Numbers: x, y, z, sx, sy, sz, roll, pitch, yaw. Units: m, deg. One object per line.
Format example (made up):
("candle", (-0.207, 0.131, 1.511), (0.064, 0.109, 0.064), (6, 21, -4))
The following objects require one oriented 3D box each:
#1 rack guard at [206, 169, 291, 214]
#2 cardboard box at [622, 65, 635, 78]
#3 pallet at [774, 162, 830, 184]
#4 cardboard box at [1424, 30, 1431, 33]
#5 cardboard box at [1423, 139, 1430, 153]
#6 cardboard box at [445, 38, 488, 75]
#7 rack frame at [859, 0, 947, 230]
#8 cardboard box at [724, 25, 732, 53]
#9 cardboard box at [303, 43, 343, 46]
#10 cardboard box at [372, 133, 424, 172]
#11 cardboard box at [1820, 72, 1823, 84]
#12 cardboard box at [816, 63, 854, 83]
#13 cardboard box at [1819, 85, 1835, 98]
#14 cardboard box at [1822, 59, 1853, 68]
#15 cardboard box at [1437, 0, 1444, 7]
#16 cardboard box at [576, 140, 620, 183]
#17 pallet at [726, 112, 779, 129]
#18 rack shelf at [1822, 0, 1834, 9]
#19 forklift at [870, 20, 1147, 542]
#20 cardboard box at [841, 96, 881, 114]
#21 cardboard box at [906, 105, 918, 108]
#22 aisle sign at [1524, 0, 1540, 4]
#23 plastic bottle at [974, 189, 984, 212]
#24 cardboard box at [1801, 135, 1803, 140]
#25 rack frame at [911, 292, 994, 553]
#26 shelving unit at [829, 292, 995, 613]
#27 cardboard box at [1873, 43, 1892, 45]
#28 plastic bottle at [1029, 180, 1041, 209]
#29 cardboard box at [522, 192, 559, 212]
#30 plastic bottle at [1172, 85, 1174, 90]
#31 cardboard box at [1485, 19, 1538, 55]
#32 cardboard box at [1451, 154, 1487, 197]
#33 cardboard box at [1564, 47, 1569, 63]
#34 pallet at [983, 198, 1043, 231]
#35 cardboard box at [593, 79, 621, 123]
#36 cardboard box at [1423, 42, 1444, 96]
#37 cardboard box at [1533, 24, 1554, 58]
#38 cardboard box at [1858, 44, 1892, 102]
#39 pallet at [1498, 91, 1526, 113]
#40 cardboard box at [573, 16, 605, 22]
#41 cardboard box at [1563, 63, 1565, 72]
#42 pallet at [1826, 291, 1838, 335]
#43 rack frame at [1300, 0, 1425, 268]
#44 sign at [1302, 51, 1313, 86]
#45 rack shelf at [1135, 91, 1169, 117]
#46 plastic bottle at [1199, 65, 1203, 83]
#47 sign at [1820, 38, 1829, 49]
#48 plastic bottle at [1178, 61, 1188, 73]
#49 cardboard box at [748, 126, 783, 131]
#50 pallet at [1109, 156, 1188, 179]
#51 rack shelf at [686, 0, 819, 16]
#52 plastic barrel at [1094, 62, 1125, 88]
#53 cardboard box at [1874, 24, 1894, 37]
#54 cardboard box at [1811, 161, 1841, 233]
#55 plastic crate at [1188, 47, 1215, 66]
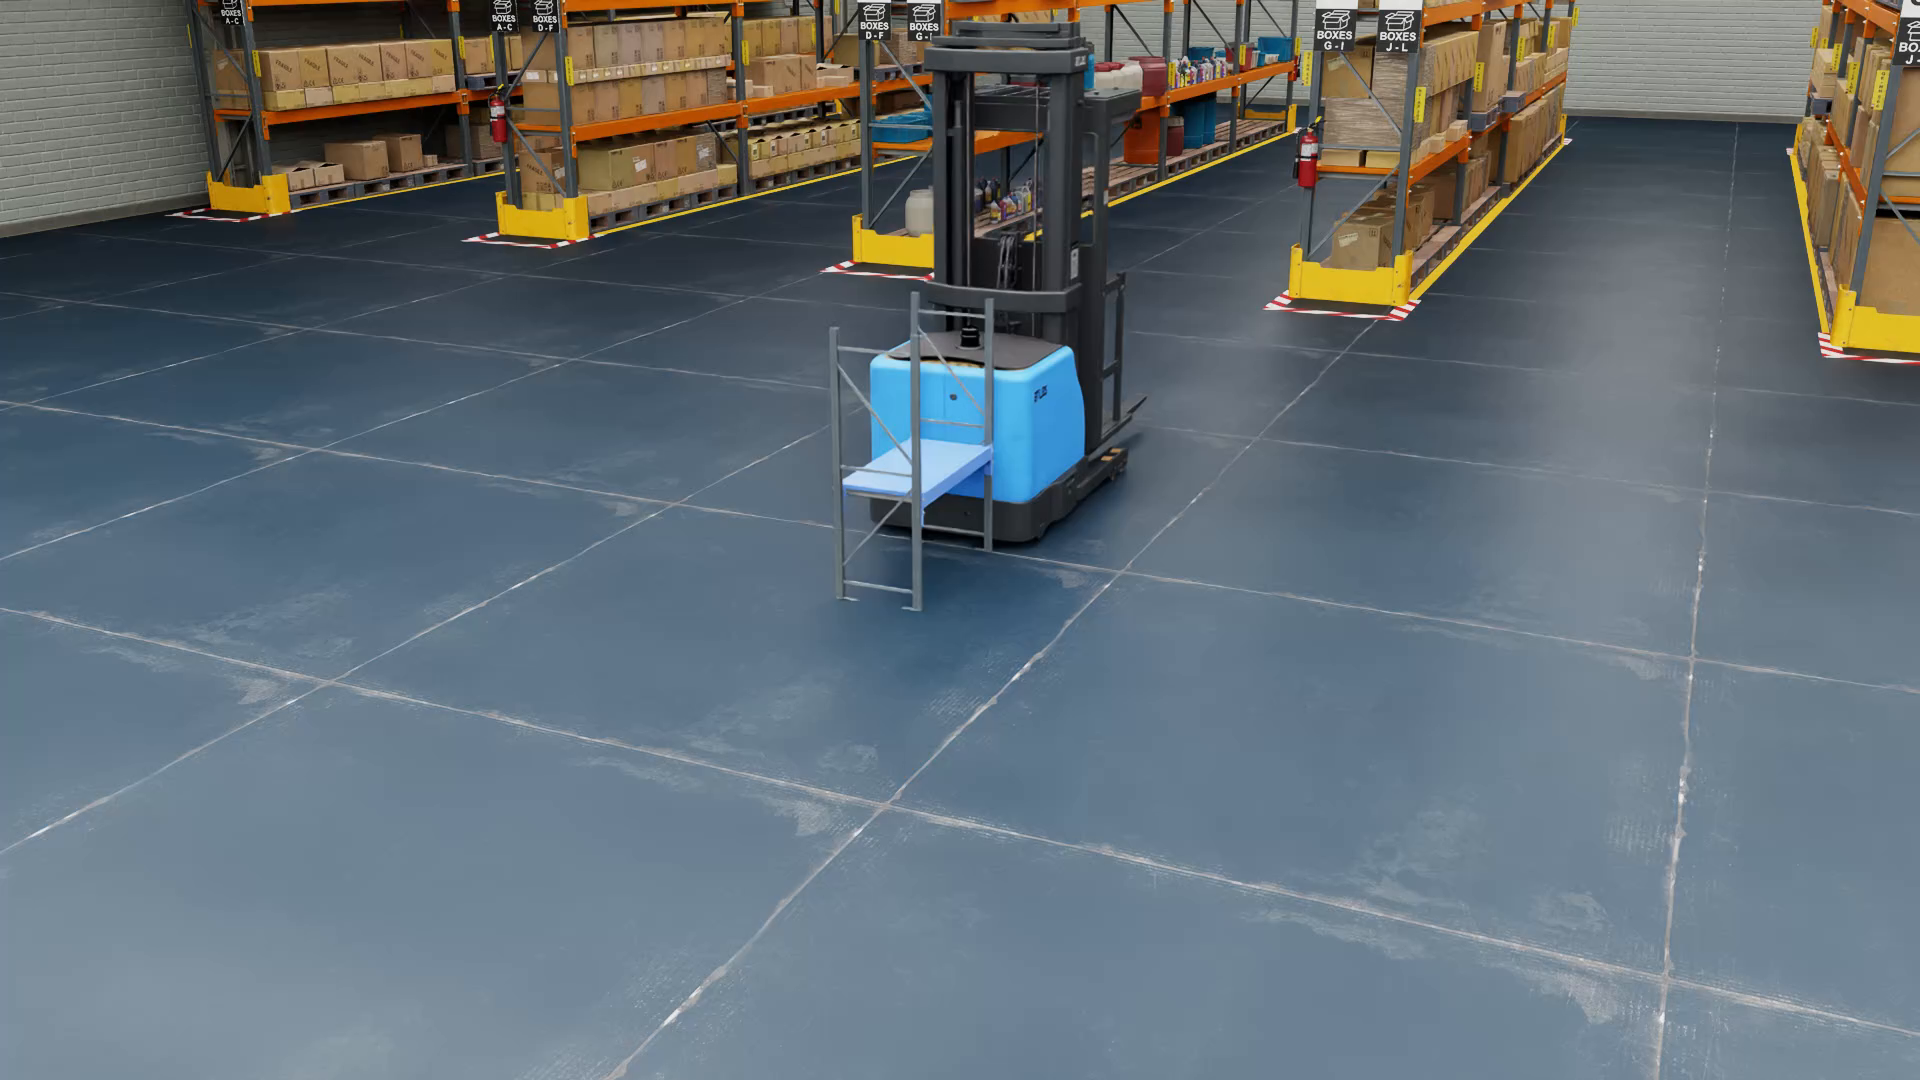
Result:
("rack guard", (-9.626, -4.719, 22.491), (1.175, 0.500, 0.348), (9, 21, 23))
("cardboard box", (-4.357, -5.953, 21.115), (0.380, 0.149, 0.250), (8, 21, 21))
("pallet", (-2.733, -5.708, 25.705), (1.003, 0.211, 1.213), (9, 21, 23))
("cardboard box", (5.122, -5.612, 19.188), (0.500, 0.500, 0.500), (9, 21, 23))
("cardboard box", (4.740, -4.153, 17.545), (0.380, 0.149, 0.250), (9, 21, 23))
("cardboard box", (-7.779, -7.501, 25.779), (0.700, 0.500, 0.500), (9, 21, 23))
("rack frame", (-0.618, -4.514, 18.184), (1.000, 3.000, 0.127), (9, 21, 23))
("cardboard box", (-4.702, -9.562, 31.757), (0.500, 0.500, 0.500), (8, 21, 22))
("cardboard box", (-9.028, -6.803, 23.697), (0.500, 0.500, 0.500), (9, 21, 23))
("cardboard box", (-8.407, -5.803, 24.882), (0.500, 0.500, 0.500), (7, 21, 19))
("cardboard box", (11.555, -6.083, 21.901), (0.380, 0.149, 0.250), (9, 22, 25))
("cardboard box", (-2.049, -7.493, 26.694), (0.500, 0.311, 0.500), (10, 22, 26))
("cardboard box", (11.443, -5.861, 21.722), (0.380, 0.149, 0.250), (9, 21, 24))
("cardboard box", (11.654, -6.297, 22.059), (0.380, 0.149, 0.250), (9, 22, 24))
("cardboard box", (4.539, -5.447, 16.556), (0.500, 0.250, 0.500), (8, 21, 21))
("cardboard box", (-4.792, -4.963, 21.804), (0.500, 0.500, 0.500), (9, 21, 23))
("pallet", (-4.360, -8.449, 33.412), (1.003, 0.211, 1.213), (9, 21, 23))
("rack shelf", (14.117, -8.477, 25.924), (1.077, 0.370, 4.000), (9, 21, 23))
("forklift", (0.491, -1.825, 10.727), (1.130, 2.935, 3.031), (8, 21, 21))
("cardboard box", (-1.672, -7.359, 28.139), (0.500, 0.250, 0.500), (9, 22, 25))
("cardboard box", (-1.062, -7.462, 29.547), (0.500, 0.500, 0.500), (9, 21, 23))
("aisle sign", (10.208, -10.013, 29.768), (0.394, 0.787, 0.004), (9, 21, 23))
("plastic bottle", (0.205, -4.270, 20.908), (0.152, 0.276, 0.135), (9, 21, 23))
("cardboard box", (14.429, -6.752, 28.106), (0.380, 0.149, 0.250), (9, 21, 24))
("rack frame", (-0.044, -0.670, 9.614), (0.500, 1.500, 0.032), (8, 21, 21))
("shelving unit", (-0.241, -0.513, 9.172), (0.538, 1.500, 1.048), (8, 21, 21))
("cardboard box", (10.844, -5.482, 19.266), (0.700, 0.500, 0.500), (8, 21, 22))
("plastic bottle", (0.940, -4.401, 21.163), (0.144, 0.351, 0.185), (7, 21, 20))
("cardboard box", (-5.186, -4.301, 21.064), (0.500, 0.250, 0.500), (9, 21, 23))
("plastic bottle", (3.242, -7.015, 25.514), (0.097, 0.201, 0.097), (0, 20, 0))
("cardboard box", (8.560, -7.826, 25.851), (0.797, 0.503, 0.637), (8, 21, 21))
("cardboard box", (6.705, -4.930, 22.429), (0.700, 0.500, 0.500), (7, 21, 18))
("cardboard box", (10.496, -8.610, 29.483), (0.500, 0.250, 0.500), (8, 21, 22))
("pallet", (0.707, -4.223, 21.528), (1.003, 0.211, 1.213), (9, 21, 23))
("cardboard box", (-4.722, -5.544, 20.931), (0.700, 0.500, 0.500), (9, 22, 24))
("cardboard box", (4.585, -4.775, 16.834), (0.500, 0.500, 0.500), (9, 21, 23))
("cardboard box", (9.244, -8.037, 26.751), (0.500, 0.500, 0.500), (9, 21, 23))
("cardboard box", (9.840, -4.817, 17.201), (0.875, 0.550, 0.550), (9, 21, 23))
("pallet", (6.982, -5.957, 22.528), (1.213, 0.211, 1.003), (9, 21, 23))
("cardboard box", (-6.432, -9.043, 29.177), (0.500, 0.250, 0.500), (9, 22, 24))
("cardboard box", (10.398, -8.296, 29.195), (0.380, 0.149, 0.250), (9, 21, 23))
("pallet", (8.640, -2.064, 15.457), (1.003, 0.211, 1.213), (9, 21, 23))
("rack frame", (3.900, -3.834, 16.273), (1.000, 3.000, 0.127), (9, 21, 23))
("sign", (3.402, -4.611, 16.257), (0.100, 0.325, 0.005), (9, 21, 23))
("rack shelf", (1.839, -6.009, 23.462), (1.077, 0.370, 4.000), (9, 21, 23))
("plastic bottle", (3.870, -7.507, 26.776), (0.061, 0.283, 0.133), (9, 21, 23))
("sign", (12.800, -7.271, 24.645), (0.100, 0.325, 0.005), (9, 21, 23))
("plastic bottle", (3.573, -7.476, 26.587), (0.144, 0.351, 0.185), (9, 21, 23))
("cardboard box", (-2.971, -6.212, 25.600), (0.500, 0.311, 0.500), (8, 21, 22))
("pallet", (2.942, -5.892, 26.222), (1.003, 0.211, 1.213), (9, 21, 23))
("rack shelf", (-2.679, -8.103, 24.874), (1.077, 0.370, 4.000), (9, 21, 23))
("plastic barrel", (2.089, -6.419, 23.340), (0.433, 0.535, 0.433), (0, 20, 0))
("cardboard box", (13.705, -7.554, 24.647), (0.500, 0.500, 0.500), (9, 22, 24))
("cardboard box", (10.593, -3.980, 19.413), (1.050, 0.750, 0.750), (9, 21, 23))
("plastic crate", (4.176, -8.392, 29.024), (0.392, 0.384, 0.575), (9, 21, 23))
